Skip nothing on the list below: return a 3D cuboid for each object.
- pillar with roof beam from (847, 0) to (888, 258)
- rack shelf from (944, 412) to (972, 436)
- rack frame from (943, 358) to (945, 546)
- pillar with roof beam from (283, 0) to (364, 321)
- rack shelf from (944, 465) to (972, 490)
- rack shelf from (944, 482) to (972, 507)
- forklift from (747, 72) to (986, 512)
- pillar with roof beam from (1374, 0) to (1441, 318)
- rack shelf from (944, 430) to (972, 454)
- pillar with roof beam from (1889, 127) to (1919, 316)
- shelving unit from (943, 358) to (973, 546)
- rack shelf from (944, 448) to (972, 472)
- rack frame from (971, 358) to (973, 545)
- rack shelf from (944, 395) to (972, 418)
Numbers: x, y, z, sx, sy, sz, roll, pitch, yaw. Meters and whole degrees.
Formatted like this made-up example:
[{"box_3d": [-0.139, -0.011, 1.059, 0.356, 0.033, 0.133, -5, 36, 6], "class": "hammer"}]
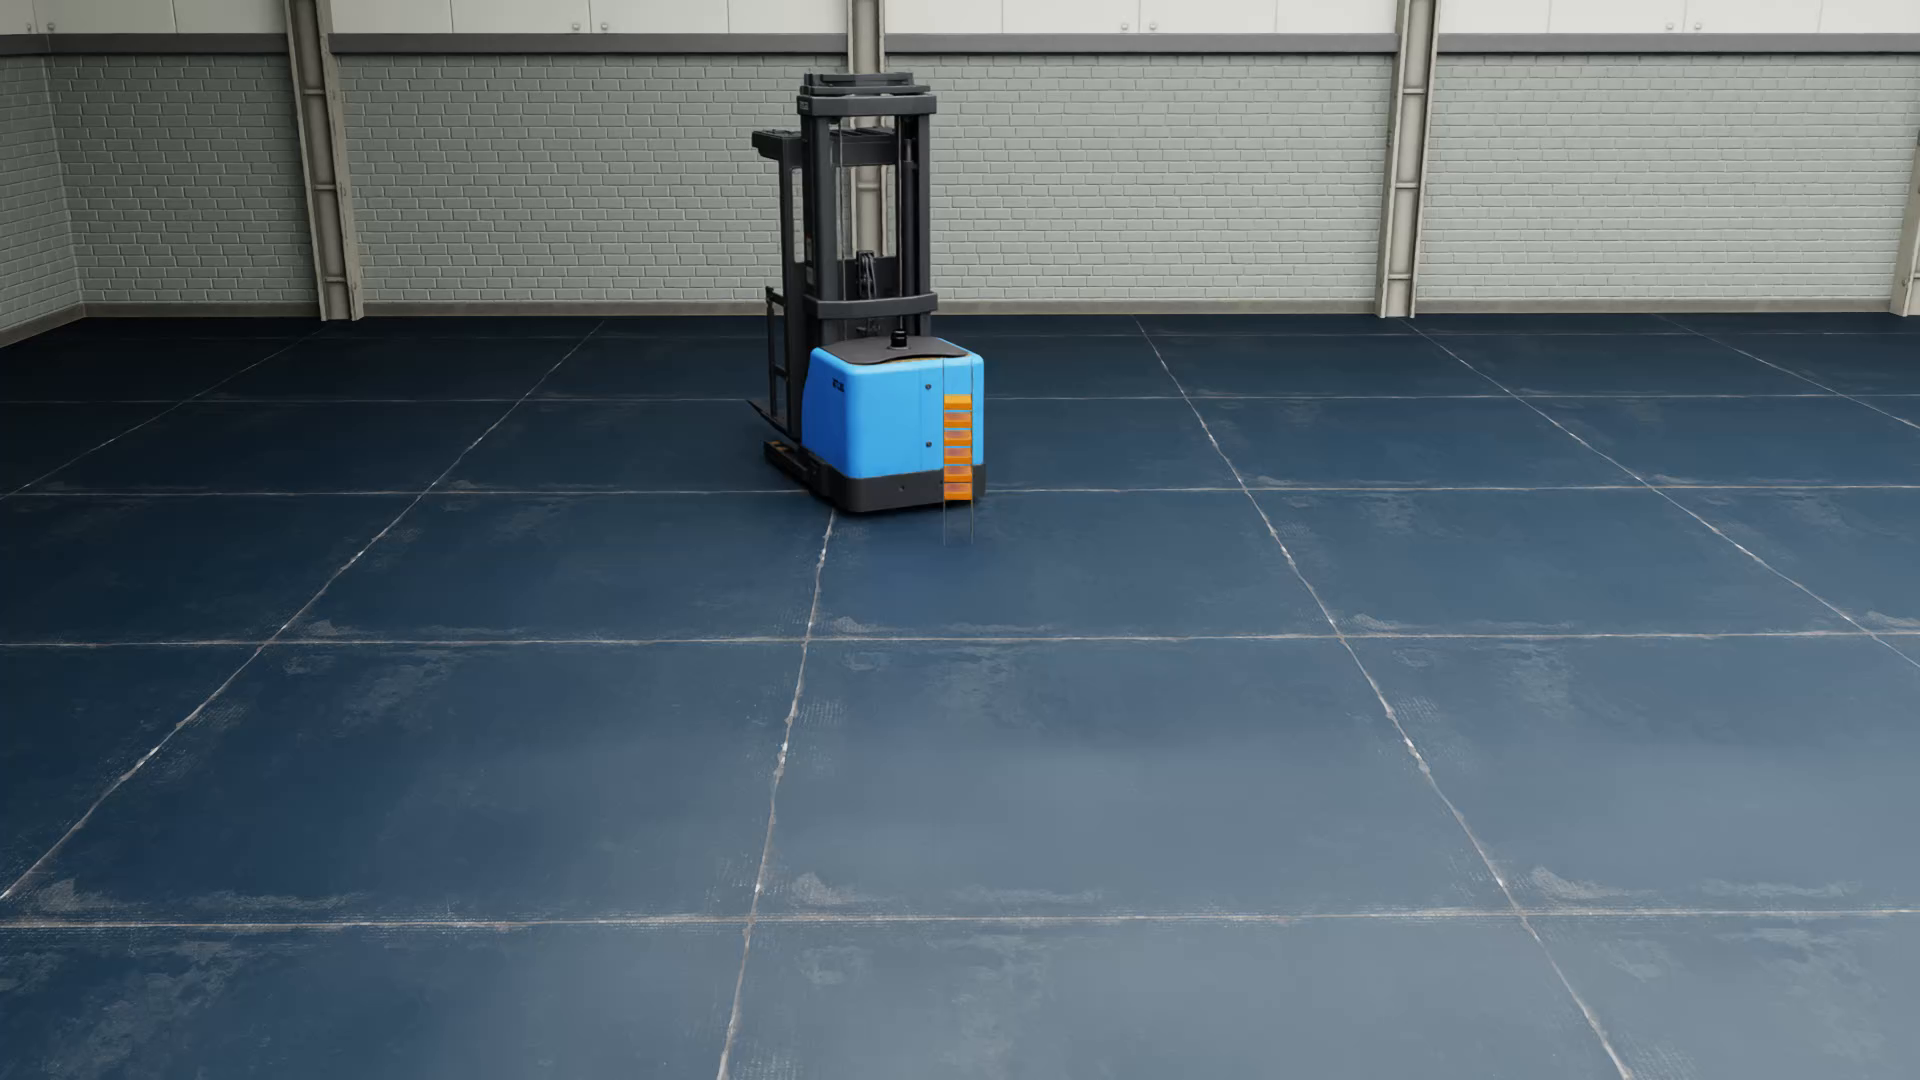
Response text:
[{"box_3d": [-0.949, -5.521, 13.527, 0.400, 9.000, 9.100, 0, 18, -1], "class": "pillar with roof beam"}, {"box_3d": [-0.014, -0.757, 10.804, 0.180, 0.103, 0.258, 0, 18, -1], "class": "rack shelf"}, {"box_3d": [-0.106, -0.571, 10.863, 0.006, 1.200, 0.240, 0, 18, -1], "class": "rack frame"}, {"box_3d": [-6.949, -5.492, 13.437, 0.400, 9.000, 9.100, 0, 18, -1], "class": "pillar with roof beam"}, {"box_3d": [-0.014, -0.415, 10.914, 0.180, 0.103, 0.258, 0, 18, -1], "class": "rack shelf"}, {"box_3d": [-0.014, -0.300, 10.951, 0.180, 0.103, 0.258, 0, 18, -1], "class": "rack shelf"}, {"box_3d": [-0.876, -1.994, 12.466, 1.130, 2.935, 3.031, -8, 19, -23], "class": "forklift"}, {"box_3d": [5.050, -5.550, 13.618, 0.400, 9.000, 9.100, 0, 18, -1], "class": "pillar with roof beam"}, {"box_3d": [-0.014, -0.643, 10.841, 0.180, 0.103, 0.258, 0, 18, -1], "class": "rack shelf"}, {"box_3d": [11.049, -5.579, 13.708, 0.400, 9.000, 9.100, 0, 18, -1], "class": "pillar with roof beam"}, {"box_3d": [-0.014, -0.571, 10.864, 0.189, 1.200, 0.258, 0, 18, -1], "class": "shelving unit"}, {"box_3d": [-0.014, -0.529, 10.878, 0.180, 0.103, 0.258, 0, 18, -1], "class": "rack shelf"}, {"box_3d": [0.077, -0.572, 10.865, 0.006, 1.200, 0.240, 0, 18, -1], "class": "rack frame"}, {"box_3d": [-0.014, -0.872, 10.768, 0.180, 0.103, 0.258, 0, 18, -1], "class": "rack shelf"}]
